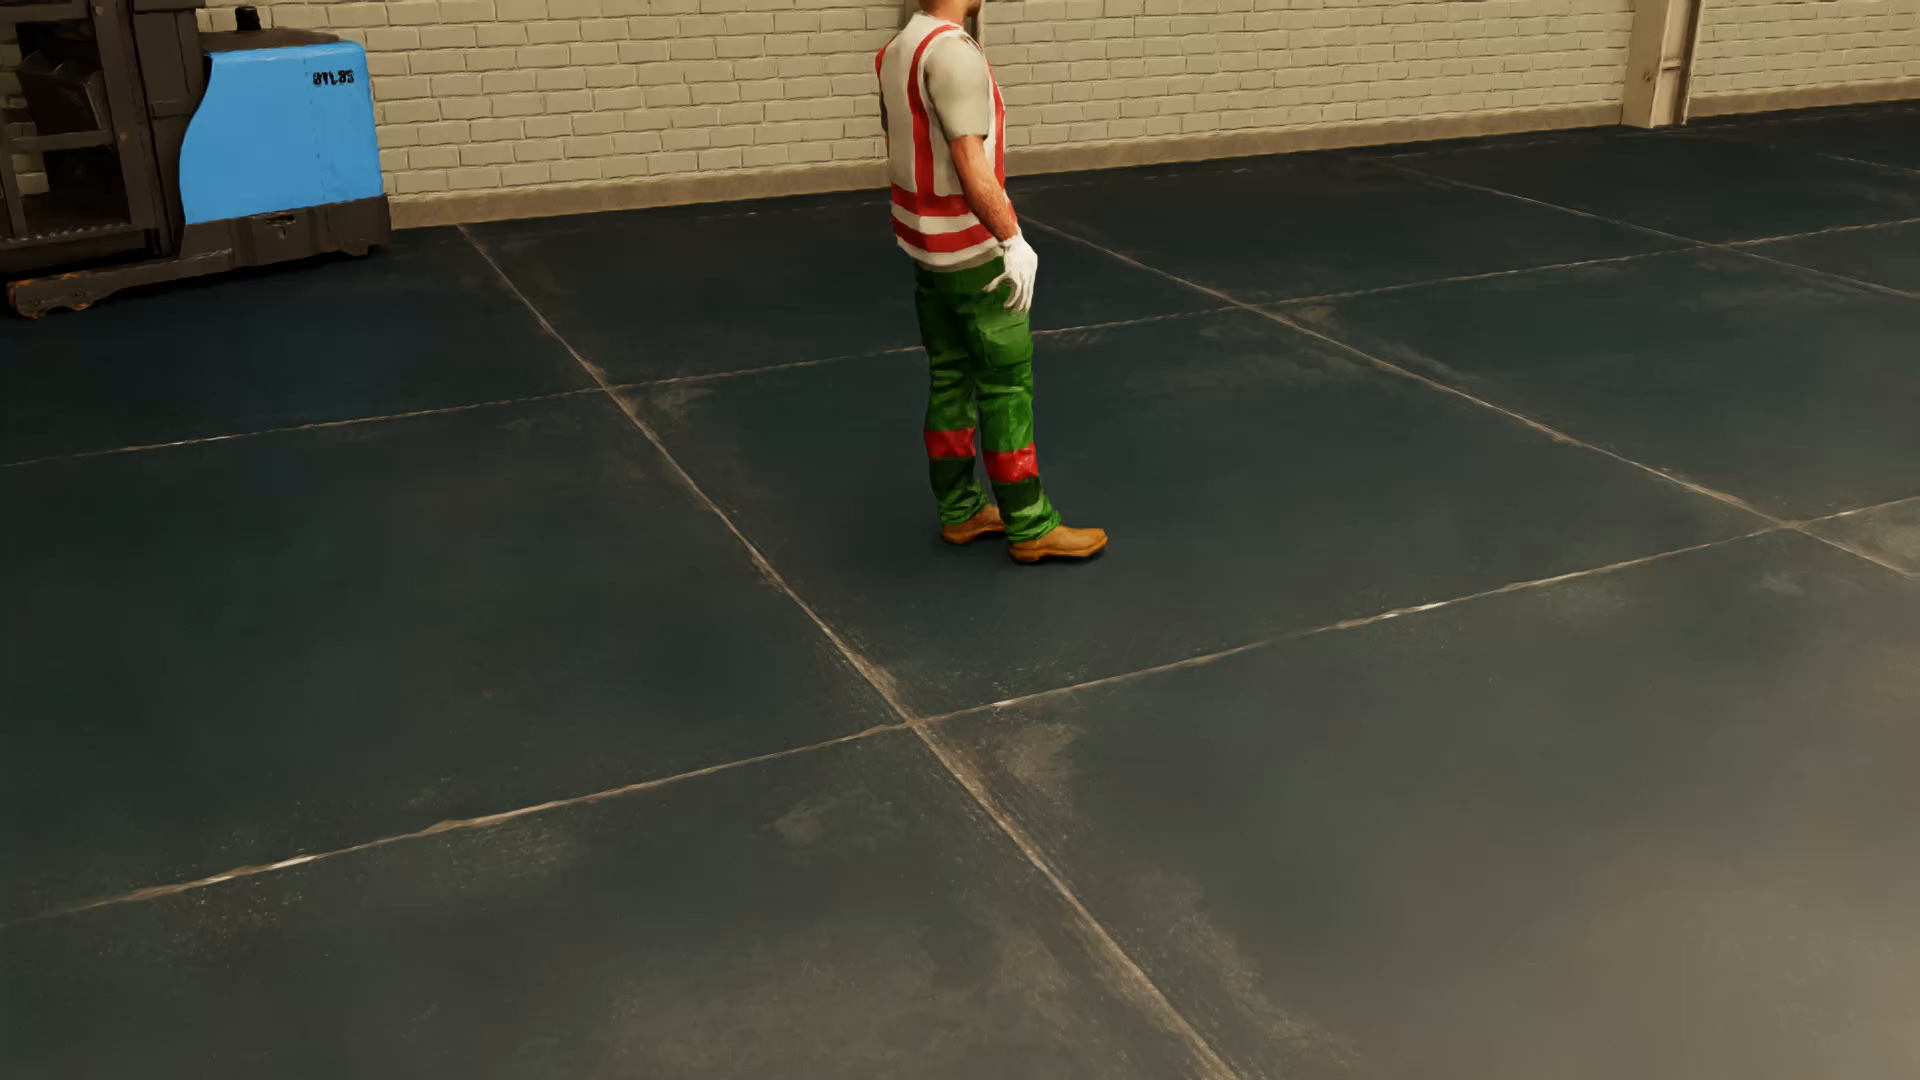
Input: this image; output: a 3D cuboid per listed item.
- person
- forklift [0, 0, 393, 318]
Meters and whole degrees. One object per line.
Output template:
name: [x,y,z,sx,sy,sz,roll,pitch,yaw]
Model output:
person: [0.077,-0.842,4.783,0.563,1.787,0.637,-10,25,-23]
forklift: [-4.361,-2.581,7.500,1.130,2.935,3.031,21,30,41]
